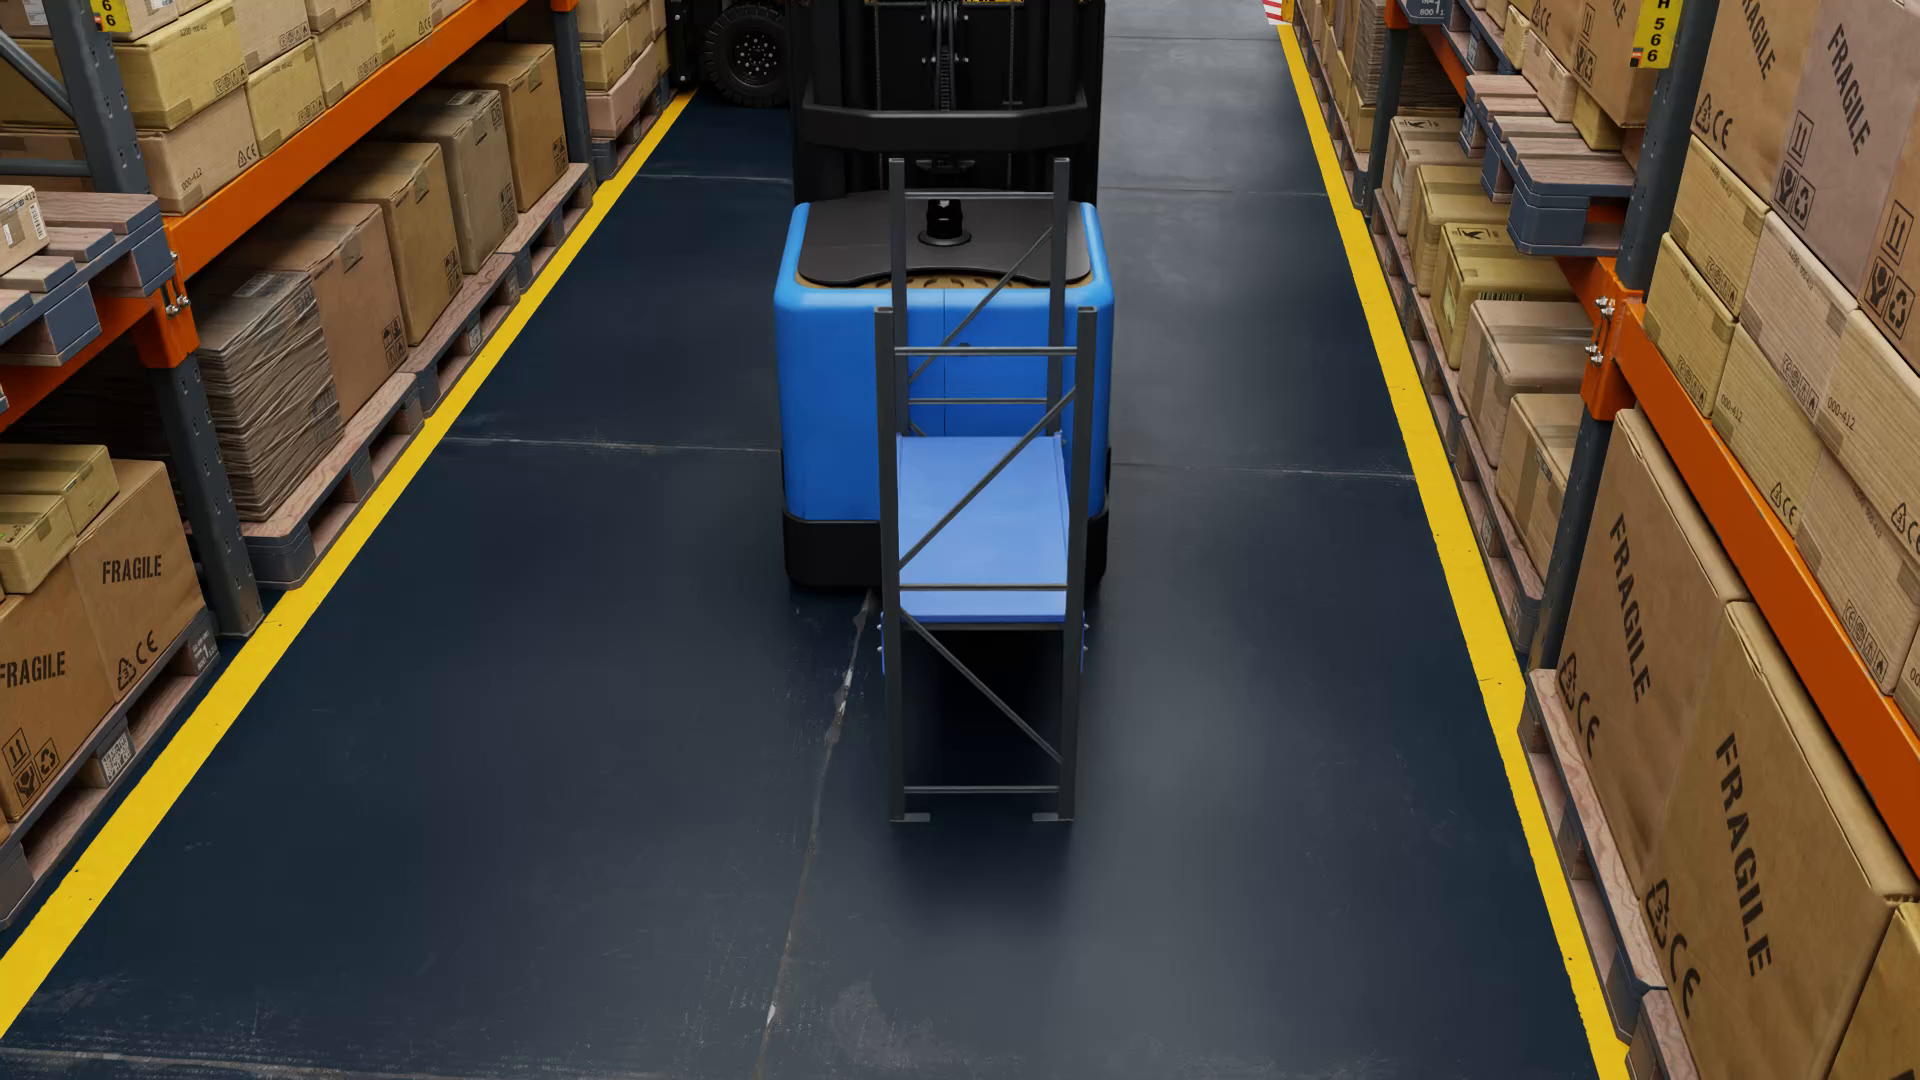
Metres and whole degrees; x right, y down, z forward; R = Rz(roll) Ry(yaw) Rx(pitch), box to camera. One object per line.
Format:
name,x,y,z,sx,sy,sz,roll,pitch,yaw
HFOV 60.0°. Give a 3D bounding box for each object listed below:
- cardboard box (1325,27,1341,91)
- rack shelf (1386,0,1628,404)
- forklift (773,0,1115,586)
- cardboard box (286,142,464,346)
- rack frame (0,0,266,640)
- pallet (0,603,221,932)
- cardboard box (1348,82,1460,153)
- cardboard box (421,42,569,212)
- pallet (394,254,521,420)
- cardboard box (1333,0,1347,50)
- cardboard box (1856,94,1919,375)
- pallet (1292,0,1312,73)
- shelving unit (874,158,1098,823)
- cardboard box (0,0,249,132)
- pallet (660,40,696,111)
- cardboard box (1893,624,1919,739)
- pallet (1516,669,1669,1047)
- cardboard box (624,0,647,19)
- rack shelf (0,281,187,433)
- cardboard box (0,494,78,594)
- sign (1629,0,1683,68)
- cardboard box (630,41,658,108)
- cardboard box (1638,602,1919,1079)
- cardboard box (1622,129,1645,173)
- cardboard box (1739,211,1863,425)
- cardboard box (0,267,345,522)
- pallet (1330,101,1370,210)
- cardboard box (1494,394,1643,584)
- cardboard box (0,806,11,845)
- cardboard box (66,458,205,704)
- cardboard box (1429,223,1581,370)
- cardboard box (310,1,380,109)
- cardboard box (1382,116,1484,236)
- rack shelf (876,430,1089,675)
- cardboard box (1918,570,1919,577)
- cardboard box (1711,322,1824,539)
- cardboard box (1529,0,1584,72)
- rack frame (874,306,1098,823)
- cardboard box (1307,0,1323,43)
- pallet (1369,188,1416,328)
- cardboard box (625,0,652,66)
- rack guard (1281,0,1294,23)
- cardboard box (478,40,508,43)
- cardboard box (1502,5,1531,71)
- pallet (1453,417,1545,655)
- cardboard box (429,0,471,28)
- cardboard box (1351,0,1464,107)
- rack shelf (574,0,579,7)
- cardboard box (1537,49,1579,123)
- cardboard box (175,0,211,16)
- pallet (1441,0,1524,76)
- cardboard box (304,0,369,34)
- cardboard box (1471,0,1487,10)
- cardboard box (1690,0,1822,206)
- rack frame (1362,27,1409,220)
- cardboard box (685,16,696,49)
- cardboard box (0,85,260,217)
cardboard box,2.399,-2.770,9.607,0.500,0.250,0.500,3,32,5
rack shelf,2.376,-1.545,6.084,1.077,0.370,4.000,2,32,4
forklift,-0.053,-1.833,5.930,1.130,2.935,3.031,0,32,0
cardboard box,-2.570,-1.203,6.706,0.875,0.625,0.625,1,32,2
rack frame,-2.734,-1.016,4.539,1.000,3.000,0.127,2,32,4
pallet,-2.833,0.560,4.640,1.003,0.211,1.213,2,32,4
cardboard box,2.319,-2.226,8.723,0.500,0.250,0.500,4,32,6
cardboard box,-2.440,-2.002,8.002,0.875,0.625,0.625,4,32,6
pallet,-2.526,-0.893,6.999,1.003,0.211,1.213,2,32,4
cardboard box,2.400,-3.078,9.392,0.500,0.500,0.500,4,32,7
cardboard box,1.841,-0.497,2.648,0.500,0.500,0.500,3,32,5
pallet,2.757,-3.339,10.966,1.003,0.211,1.213,2,32,4
shelving unit,0.055,-0.146,4.558,0.538,1.500,1.048,0,32,0
cardboard box,-2.430,-1.385,4.805,0.500,0.250,0.500,2,32,4
pallet,-2.205,-2.974,10.374,1.003,0.211,1.213,2,32,4
cardboard box,1.813,0.305,2.539,0.500,0.250,0.500,2,32,4
pallet,2.074,0.791,4.266,1.003,0.211,1.213,2,32,4
cardboard box,-2.005,-3.048,9.104,0.500,0.250,0.500,3,32,4
rack shelf,-2.897,0.337,3.031,1.077,0.370,4.000,2,32,4
cardboard box,-2.513,0.007,4.244,0.380,0.149,0.250,1,32,1
sign,1.672,-1.283,3.945,0.100,0.325,0.005,2,32,4
cardboard box,-2.013,-2.620,9.363,0.500,0.250,0.500,2,32,3
cardboard box,1.998,0.744,3.308,0.875,0.875,0.875,3,32,5
cardboard box,2.006,-1.059,4.448,0.380,0.149,0.250,4,32,6
cardboard box,1.883,-0.430,3.255,0.500,0.250,0.500,3,32,5
cardboard box,-2.670,-0.509,5.580,0.875,0.625,0.625,3,32,6
pallet,2.559,-2.063,8.896,1.003,0.211,1.213,2,32,4
cardboard box,2.269,-0.161,5.256,0.950,0.372,0.625,0,32,1
cardboard box,-2.645,0.635,3.843,0.500,0.500,0.500,4,32,6
cardboard box,-2.554,0.100,4.711,0.500,0.500,0.500,3,32,5
cardboard box,2.389,-0.943,6.526,0.950,0.372,0.625,3,32,6
cardboard box,-2.374,-1.706,5.802,0.500,0.250,0.500,1,32,2
cardboard box,2.499,-1.683,7.726,0.950,0.372,0.625,3,32,5
rack shelf,0.055,0.007,4.652,0.538,0.185,1.000,0,32,0
cardboard box,1.776,0.095,2.403,0.500,0.250,0.500,3,32,5
cardboard box,1.899,-0.227,3.403,0.500,0.250,0.500,2,32,3
cardboard box,2.005,-1.674,4.828,0.500,0.500,0.500,2,32,3
rack frame,0.058,0.120,4.125,0.500,1.500,0.032,0,32,0
cardboard box,2.474,-3.320,10.499,0.500,0.250,0.500,4,32,6
pallet,2.477,-1.303,7.663,1.003,0.211,1.213,2,32,4
cardboard box,-2.022,-2.831,9.229,0.500,0.250,0.500,2,32,4
rack guard,2.859,-3.885,11.577,1.175,0.500,0.348,2,32,4
cardboard box,-2.573,-2.592,8.840,0.500,0.250,0.500,2,32,3
cardboard box,1.968,-1.612,5.345,0.380,0.149,0.250,3,32,5
pallet,2.279,-0.027,5.592,1.003,0.211,1.213,2,32,4
cardboard box,-2.295,-2.247,6.680,0.500,0.250,0.500,3,32,4
cardboard box,2.320,-2.545,8.527,0.500,0.500,0.500,2,32,3
rack shelf,-2.246,-3.847,9.819,1.077,0.370,4.000,2,32,4
cardboard box,1.931,-1.336,4.897,0.380,0.149,0.250,2,32,4
cardboard box,-2.394,-1.628,4.819,0.380,0.149,0.250,3,32,5
pallet,2.334,-1.761,5.931,1.003,0.211,1.213,2,32,4
cardboard box,-2.352,-1.921,5.674,0.500,0.250,0.500,2,32,3
cardboard box,2.045,-2.013,5.997,0.380,0.149,0.250,4,32,6
cardboard box,1.930,-1.026,3.508,0.500,0.500,0.500,1,32,2
rack frame,2.539,-2.897,7.592,1.000,3.000,0.127,2,32,4
cardboard box,-1.926,-3.154,10.230,0.500,0.250,0.500,3,32,6
cardboard box,-2.454,-1.173,4.938,0.500,0.250,0.500,3,32,4
